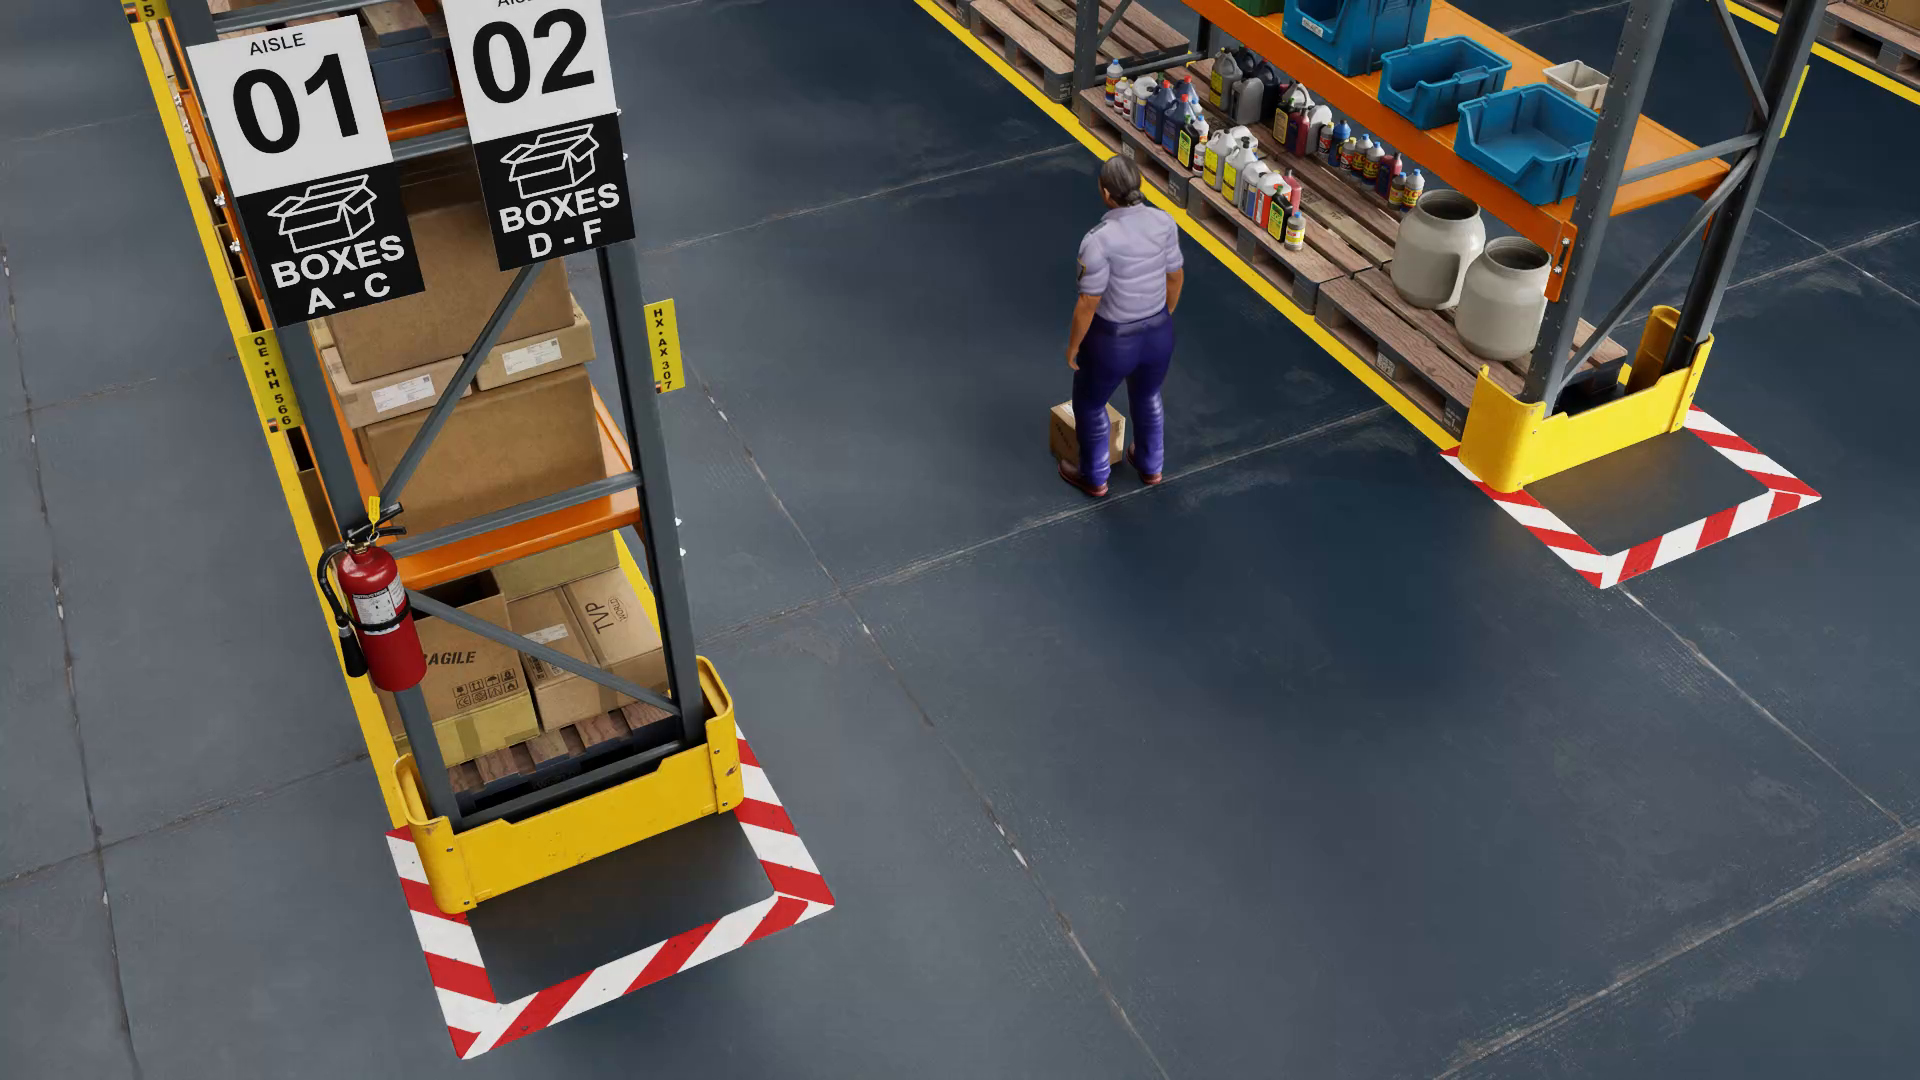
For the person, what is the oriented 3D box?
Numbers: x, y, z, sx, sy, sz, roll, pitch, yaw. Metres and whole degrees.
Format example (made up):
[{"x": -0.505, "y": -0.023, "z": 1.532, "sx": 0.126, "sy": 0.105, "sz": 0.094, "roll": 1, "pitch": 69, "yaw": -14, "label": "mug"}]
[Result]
[{"x": 0.697, "y": -0.895, "z": 7.176, "sx": 0.546, "sy": 1.651, "sz": 0.415, "roll": -19, "pitch": 45, "yaw": -21, "label": "person"}]
